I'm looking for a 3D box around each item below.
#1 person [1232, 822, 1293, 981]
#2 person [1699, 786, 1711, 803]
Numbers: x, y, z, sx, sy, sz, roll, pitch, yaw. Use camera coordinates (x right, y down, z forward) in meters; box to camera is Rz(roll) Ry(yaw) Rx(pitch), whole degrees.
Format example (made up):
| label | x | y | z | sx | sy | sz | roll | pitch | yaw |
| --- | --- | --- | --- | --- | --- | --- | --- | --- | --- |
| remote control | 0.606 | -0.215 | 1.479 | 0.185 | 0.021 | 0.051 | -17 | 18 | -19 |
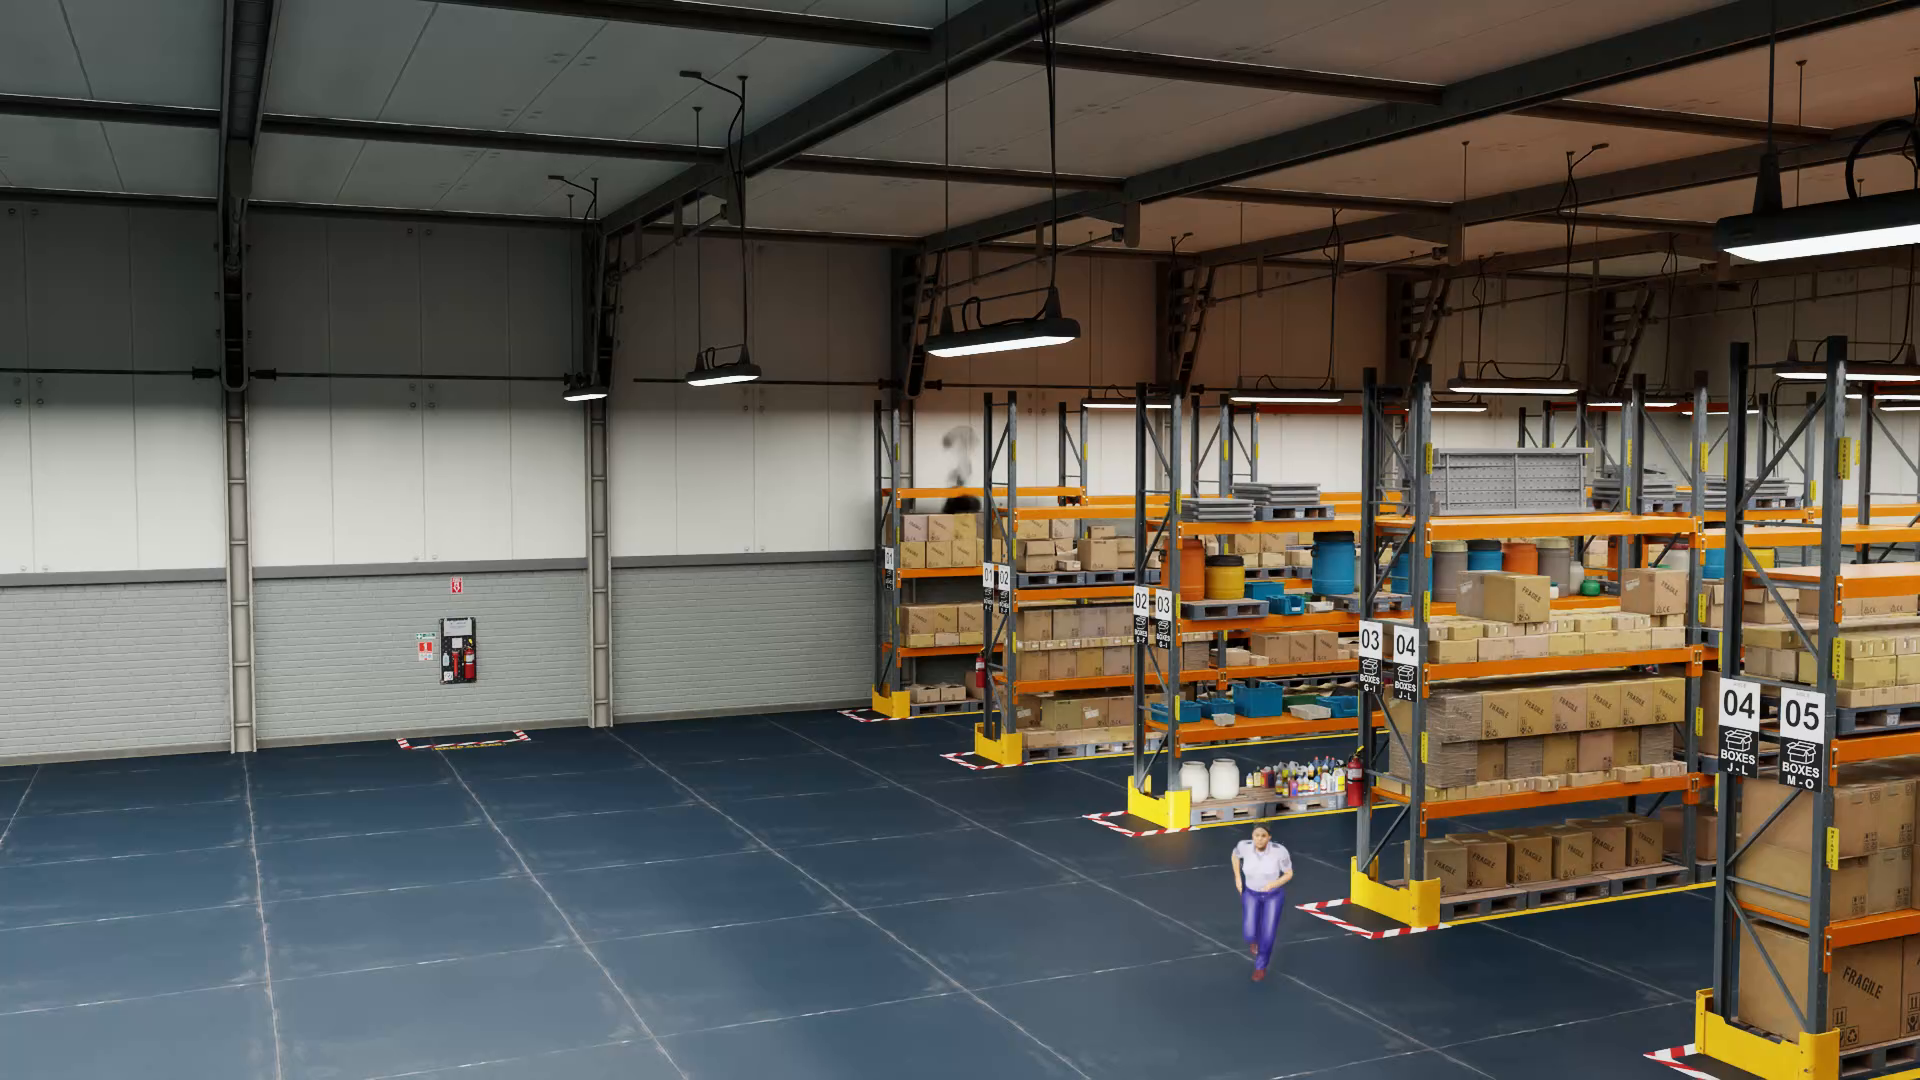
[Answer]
| label | x | y | z | sx | sy | sz | roll | pitch | yaw |
| --- | --- | --- | --- | --- | --- | --- | --- | --- | --- |
| person | 2.896 | 3.464 | 15.990 | 0.594 | 1.583 | 0.683 | 1 | 3 | 14 |
| person | 10.503 | 2.953 | 23.566 | 0.629 | 1.697 | 0.649 | -2 | 4 | -30 |
